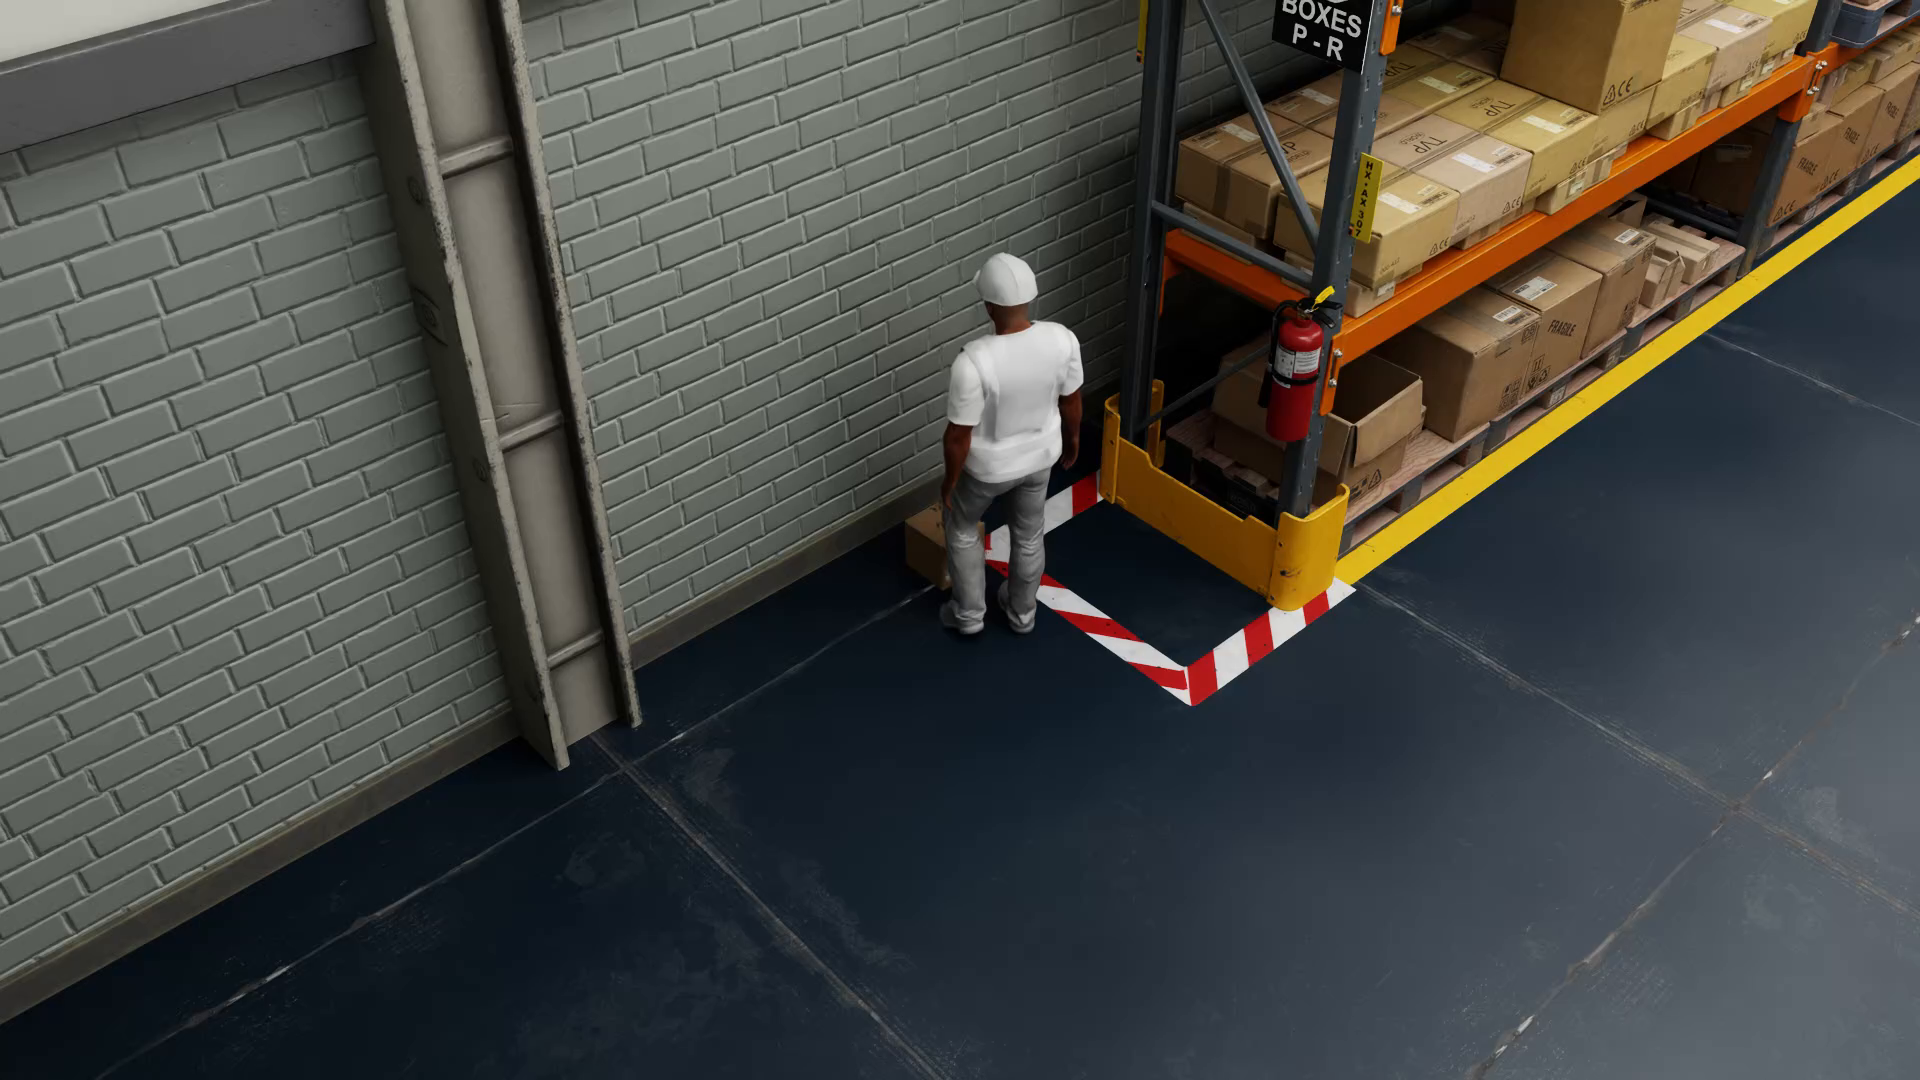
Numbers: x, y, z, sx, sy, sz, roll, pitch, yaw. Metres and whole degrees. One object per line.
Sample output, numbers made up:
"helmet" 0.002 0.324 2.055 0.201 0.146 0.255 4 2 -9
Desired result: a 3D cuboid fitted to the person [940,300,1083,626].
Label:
"person" 0.186 -0.366 6.542 0.618 1.668 0.346 -15 42 -18
